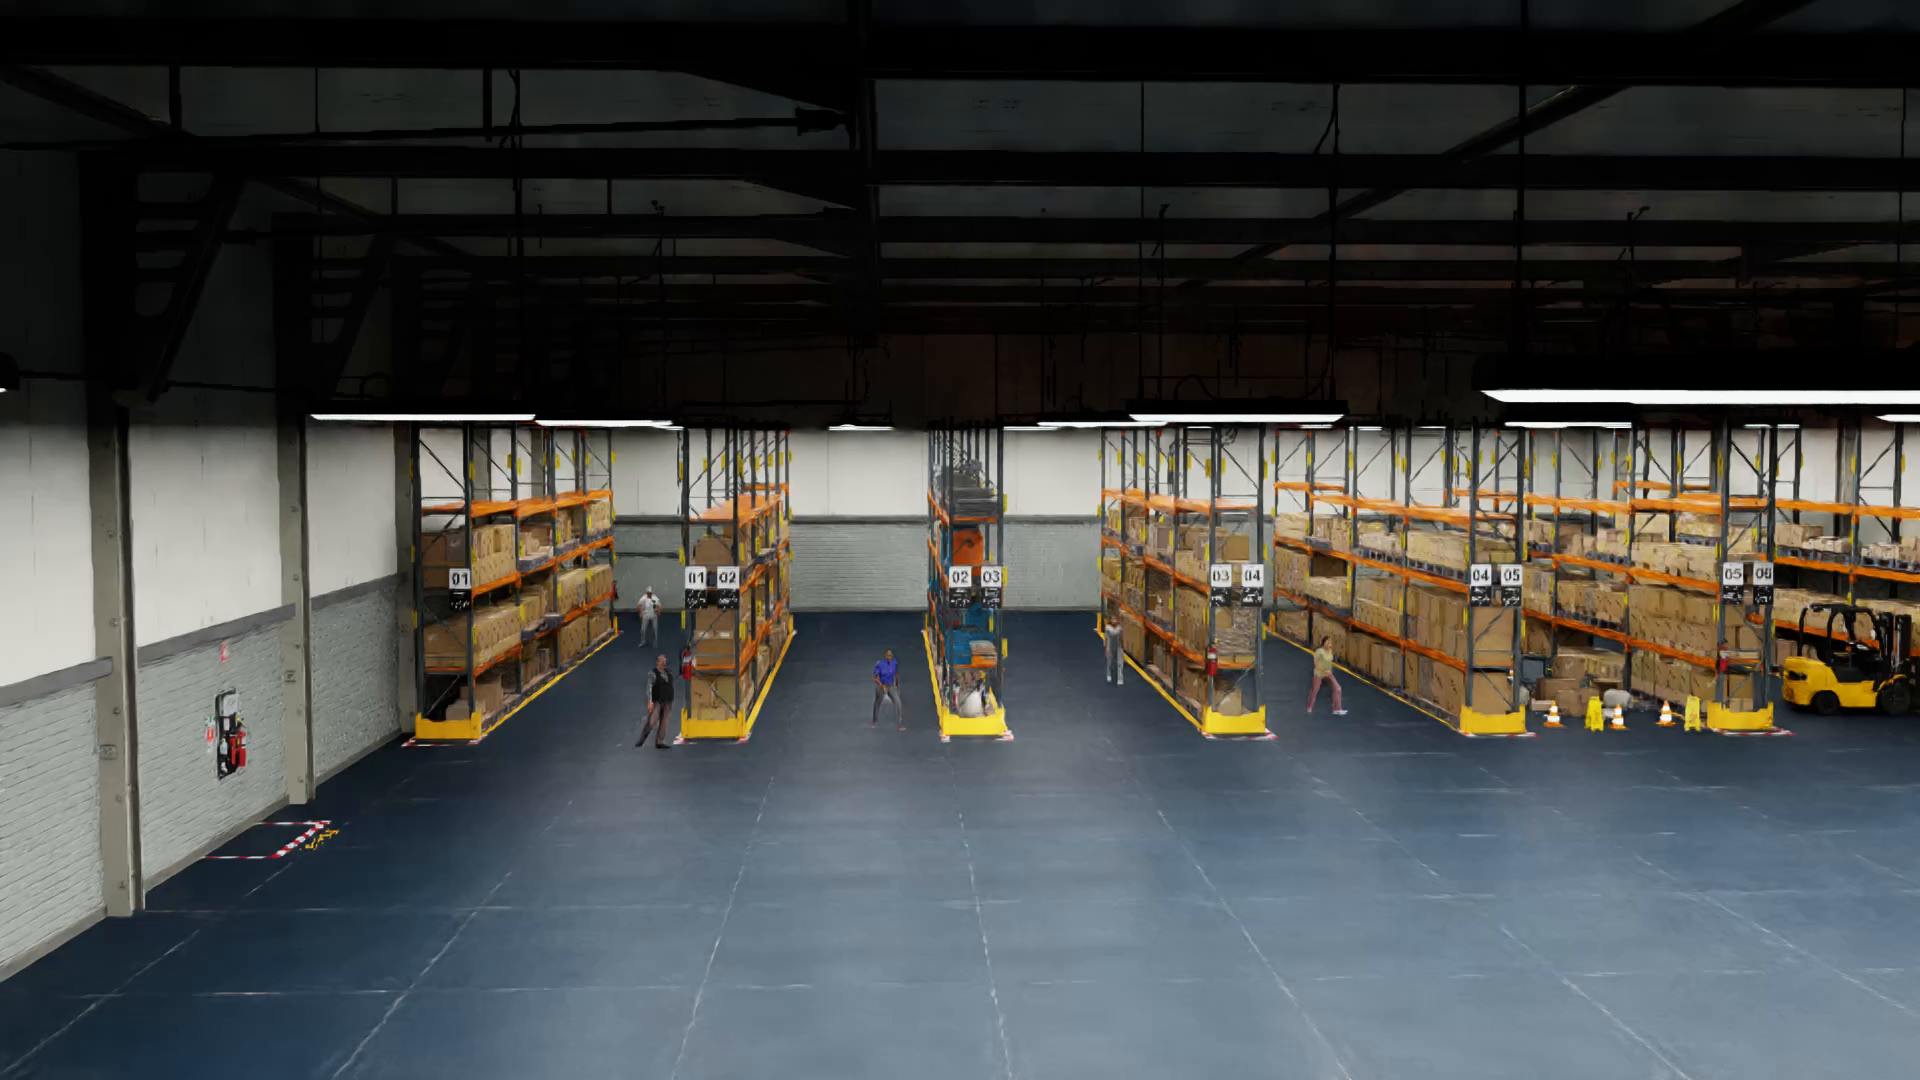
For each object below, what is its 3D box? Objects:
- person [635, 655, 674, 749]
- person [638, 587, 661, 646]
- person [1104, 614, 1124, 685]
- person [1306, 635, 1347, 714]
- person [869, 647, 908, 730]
[{"bbox_3d":[-5.493,2.912,29.916,0.709,1.711,0.518,-4,5,-43],"label":"person"},{"bbox_3d":[-8.270,2.040,44.287,0.625,1.607,0.575,0,4,-5],"label":"person"},{"bbox_3d":[3.478,2.472,37.661,0.446,1.555,1.110,0,4,0],"label":"person"},{"bbox_3d":[7.360,2.718,33.614,0.621,1.610,0.790,-2,4,-23],"label":"person"},{"bbox_3d":[-1.396,2.848,31.947,0.622,1.567,0.822,-1,4,-19],"label":"person"}]
